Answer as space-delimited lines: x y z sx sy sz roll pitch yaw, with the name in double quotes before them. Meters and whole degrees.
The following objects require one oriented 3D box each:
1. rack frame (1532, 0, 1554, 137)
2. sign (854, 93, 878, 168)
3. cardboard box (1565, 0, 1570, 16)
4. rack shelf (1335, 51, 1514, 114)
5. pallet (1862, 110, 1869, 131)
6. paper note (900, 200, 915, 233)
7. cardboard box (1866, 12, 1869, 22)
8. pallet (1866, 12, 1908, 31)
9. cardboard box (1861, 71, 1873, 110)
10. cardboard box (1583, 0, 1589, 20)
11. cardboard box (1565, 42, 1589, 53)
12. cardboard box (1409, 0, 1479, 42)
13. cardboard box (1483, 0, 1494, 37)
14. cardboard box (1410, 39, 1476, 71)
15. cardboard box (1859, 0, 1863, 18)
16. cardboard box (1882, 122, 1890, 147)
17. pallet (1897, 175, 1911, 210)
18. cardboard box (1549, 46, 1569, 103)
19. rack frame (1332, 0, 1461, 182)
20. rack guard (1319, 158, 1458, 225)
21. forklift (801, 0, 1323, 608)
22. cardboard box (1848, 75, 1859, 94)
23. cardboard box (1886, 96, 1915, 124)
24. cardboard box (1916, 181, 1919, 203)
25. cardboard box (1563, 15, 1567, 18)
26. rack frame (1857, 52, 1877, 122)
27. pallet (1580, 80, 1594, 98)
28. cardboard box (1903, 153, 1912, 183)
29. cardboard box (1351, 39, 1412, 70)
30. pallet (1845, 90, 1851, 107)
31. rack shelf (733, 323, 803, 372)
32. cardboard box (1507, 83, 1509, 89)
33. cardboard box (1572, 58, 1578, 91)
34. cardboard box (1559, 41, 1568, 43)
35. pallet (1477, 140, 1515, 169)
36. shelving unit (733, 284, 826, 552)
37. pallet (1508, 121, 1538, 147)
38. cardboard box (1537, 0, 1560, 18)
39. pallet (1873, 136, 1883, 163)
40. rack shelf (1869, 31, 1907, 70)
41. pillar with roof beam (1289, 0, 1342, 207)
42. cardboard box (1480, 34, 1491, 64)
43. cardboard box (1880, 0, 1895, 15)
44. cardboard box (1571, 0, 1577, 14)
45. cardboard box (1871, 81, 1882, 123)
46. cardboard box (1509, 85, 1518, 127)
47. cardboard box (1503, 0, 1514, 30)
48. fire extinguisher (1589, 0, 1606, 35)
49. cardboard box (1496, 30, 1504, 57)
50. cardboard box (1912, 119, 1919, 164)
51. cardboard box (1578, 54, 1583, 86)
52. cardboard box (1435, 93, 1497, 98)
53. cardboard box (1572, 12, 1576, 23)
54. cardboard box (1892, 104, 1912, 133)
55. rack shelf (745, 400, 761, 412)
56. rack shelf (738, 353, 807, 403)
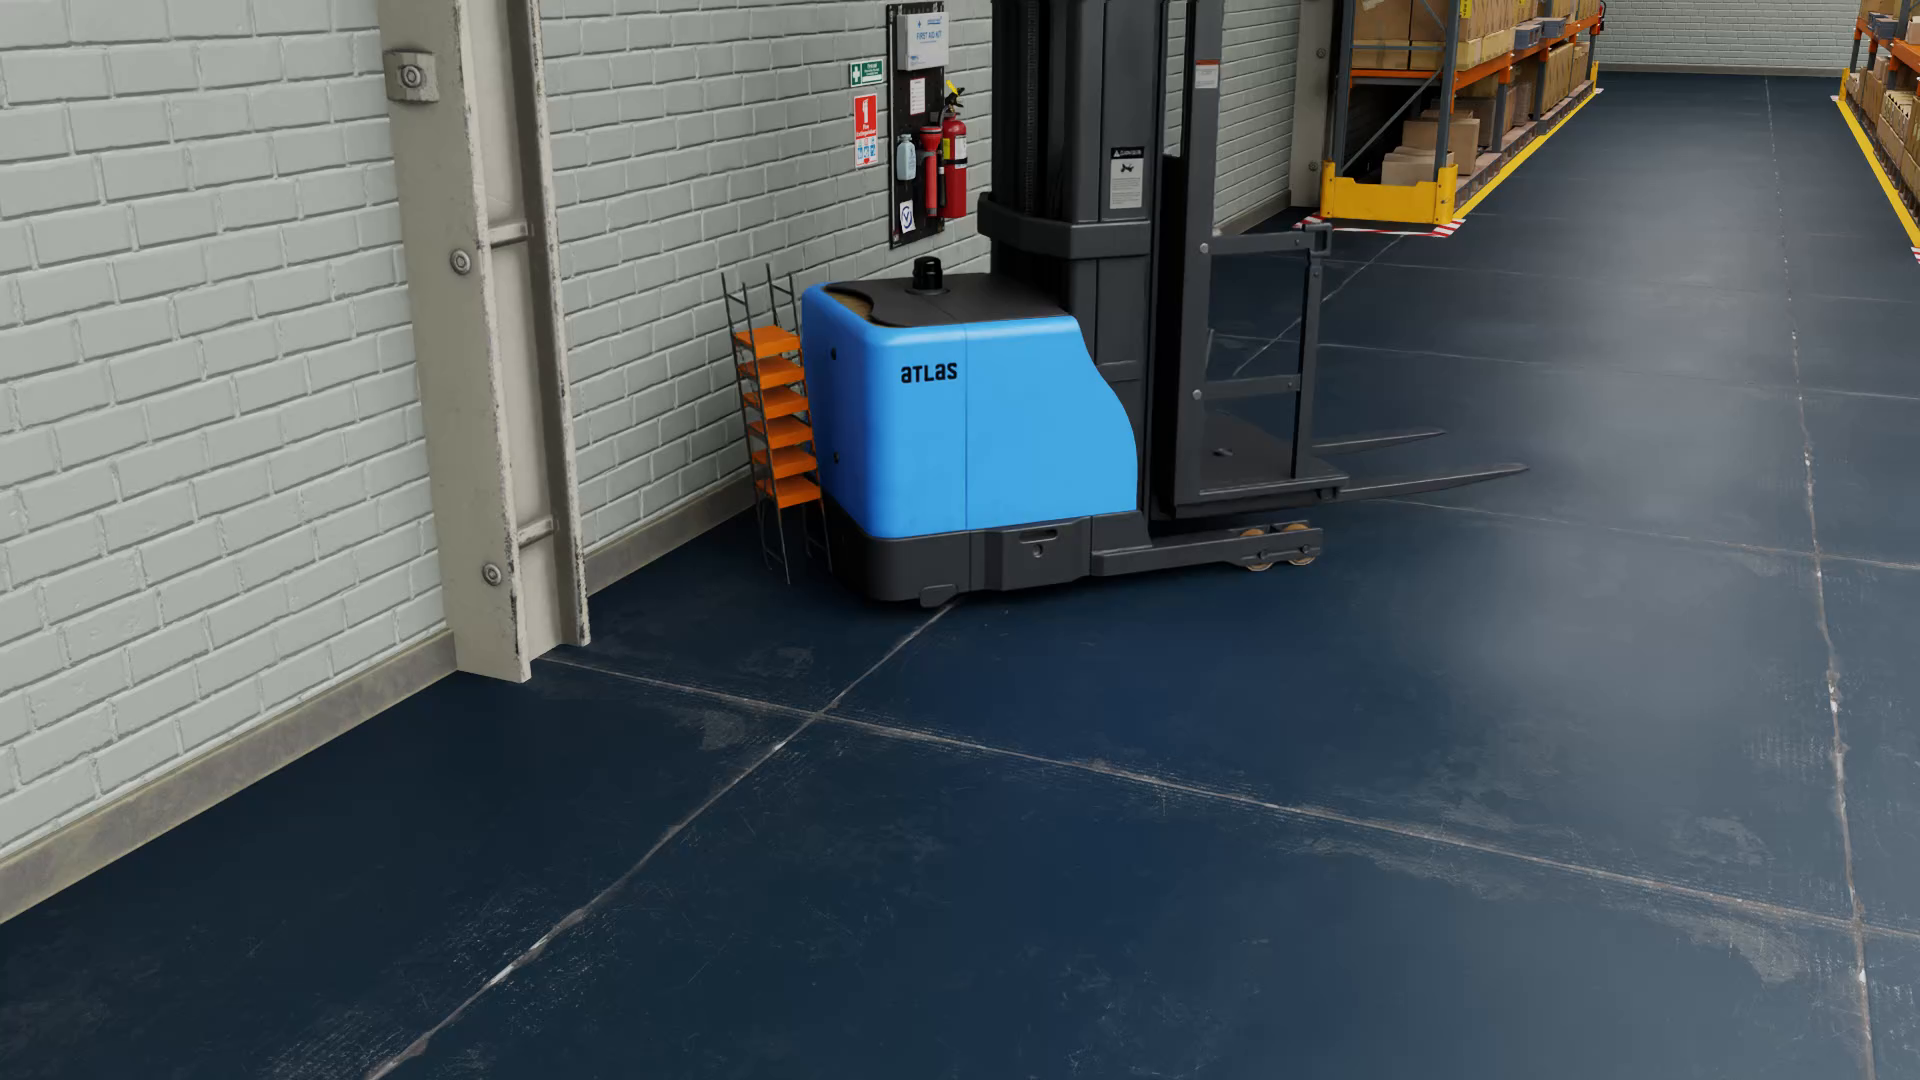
"rack frame" 7.154 -6.793 21.594 1.000 3.000 0.127 9 21 23
"sign" 8.123 -3.676 12.682 11.513 0.391 16.451 9 21 23
"cardboard box" 8.220 -7.574 23.166 0.500 0.500 0.500 9 22 24
"rack shelf" 9.216 -5.259 14.177 10.984 3.170 4.000 9 21 23
"pallet" 13.014 -5.770 22.878 1.003 0.211 1.213 9 21 23
"paper note" -0.264 -1.636 8.408 0.016 0.148 0.142 9 21 23
"cardboard box" 13.701 -7.888 24.522 0.500 0.500 0.500 9 22 24
"pallet" 12.886 -7.018 22.512 1.003 0.211 1.213 9 21 23
"cardboard box" 12.892 -6.253 23.147 0.500 0.500 0.500 8 21 20
"cardboard box" 9.333 -8.543 26.067 0.980 0.700 0.700 8 21 21
"cardboard box" 10.244 -8.194 27.669 0.380 0.149 0.250 9 22 24
"cardboard box" 4.348 -4.744 14.908 0.500 0.500 0.500 9 21 23
"cardboard box" 4.776 -5.051 15.770 0.500 0.500 0.500 8 21 21
"cardboard box" 15.881 -2.695 11.533 24.593 1.100 3.897 9 22 25
"cardboard box" 14.528 -8.508 26.266 0.500 0.500 0.500 9 21 24
"cardboard box" 10.780 -4.584 18.858 0.500 0.250 0.500 8 21 21
"pallet" 9.673 -3.341 16.047 1.003 0.211 1.213 9 21 23
"cardboard box" 8.283 -6.712 23.948 0.750 0.750 0.750 9 22 24
"rack frame" 3.878 -4.348 14.717 1.000 3.000 0.127 9 21 23
"rack guard" 3.909 -3.193 15.201 1.175 0.500 0.348 9 21 23
"forklift" 0.927 -1.414 6.571 3.031 2.935 1.130 -7 21 -19
"cardboard box" 14.060 -7.039 25.732 0.500 0.250 0.500 9 21 23
"cardboard box" 10.774 -4.844 18.753 0.500 0.311 0.500 8 21 21
"cardboard box" 8.746 -3.084 14.639 0.500 0.250 0.500 9 21 23
"cardboard box" 8.468 -7.457 23.806 0.380 0.149 0.250 9 21 23
"rack frame" 13.313 -7.337 23.124 1.000 3.000 0.127 9 21 23
"pallet" 10.174 -7.670 28.220 1.003 0.211 1.213 9 21 23
"cardboard box" 9.361 -3.542 15.928 0.500 0.250 0.500 9 21 23
"cardboard box" 3.893 -4.456 15.216 0.500 0.250 0.500 9 21 23
"pallet" 14.594 -6.979 26.279 1.003 0.211 1.213 9 21 23
"rack shelf" -0.729 -0.728 6.268 0.180 0.103 0.258 -16 25 -24
"cardboard box" 6.410 -5.625 20.265 0.500 0.250 0.500 8 21 22
"cardboard box" 9.400 -7.404 26.414 0.700 0.500 0.500 8 21 22
"cardboard box" 10.103 -8.402 28.255 0.380 0.149 0.250 9 21 23
"pallet" 5.833 -4.495 19.293 1.003 0.211 1.213 9 21 23
"shelving unit" -0.698 -0.438 6.388 0.183 1.046 0.258 -16 25 -24
"pallet" 6.833 -5.241 21.390 1.003 0.211 1.213 9 21 23
"cardboard box" 7.586 -7.103 21.843 0.500 0.500 0.500 9 22 24
"pallet" 11.302 -4.555 19.460 1.003 0.211 1.213 9 21 23
"rack shelf" 12.494 -6.387 21.526 1.077 0.370 4.000 9 21 23
"pillar with roof beam" 7.303 -6.916 12.987 9.100 9.000 0.400 9 21 23
"cardboard box" 4.781 -4.708 15.923 0.500 0.250 0.500 8 21 22
"cardboard box" 12.691 -7.249 22.101 0.700 0.500 0.500 12 23 31
"cardboard box" 8.633 -7.880 24.026 0.500 0.500 0.500 9 21 23
"cardboard box" 12.056 -5.620 21.370 0.500 0.500 0.500 8 21 21
"cardboard box" 6.590 -5.454 20.902 0.700 0.500 0.500 9 21 23
"cardboard box" 5.405 -5.522 17.095 0.500 0.500 0.500 8 21 22
"fire extinguisher" 10.913 -9.009 28.497 0.296 0.674 0.183 9 21 23
"cardboard box" 5.195 -5.016 16.790 0.500 0.250 0.500 8 21 22
"cardboard box" 9.152 -3.743 15.375 0.500 0.500 0.500 9 21 23
"cardboard box" 9.824 -7.724 27.316 0.700 0.500 0.500 8 21 21
"cardboard box" 5.968 -4.992 19.603 0.700 0.500 0.500 8 21 22
"cardboard box" 8.830 -7.684 24.445 0.380 0.149 0.250 9 21 24
"cardboard box" 10.355 -4.534 17.880 0.500 0.311 0.500 8 21 23
"rack shelf" -0.708 -0.525 6.351 0.166 0.020 0.199 -16 25 -24
"rack shelf" -0.718 -0.617 6.313 0.180 0.103 0.258 -16 25 -24
